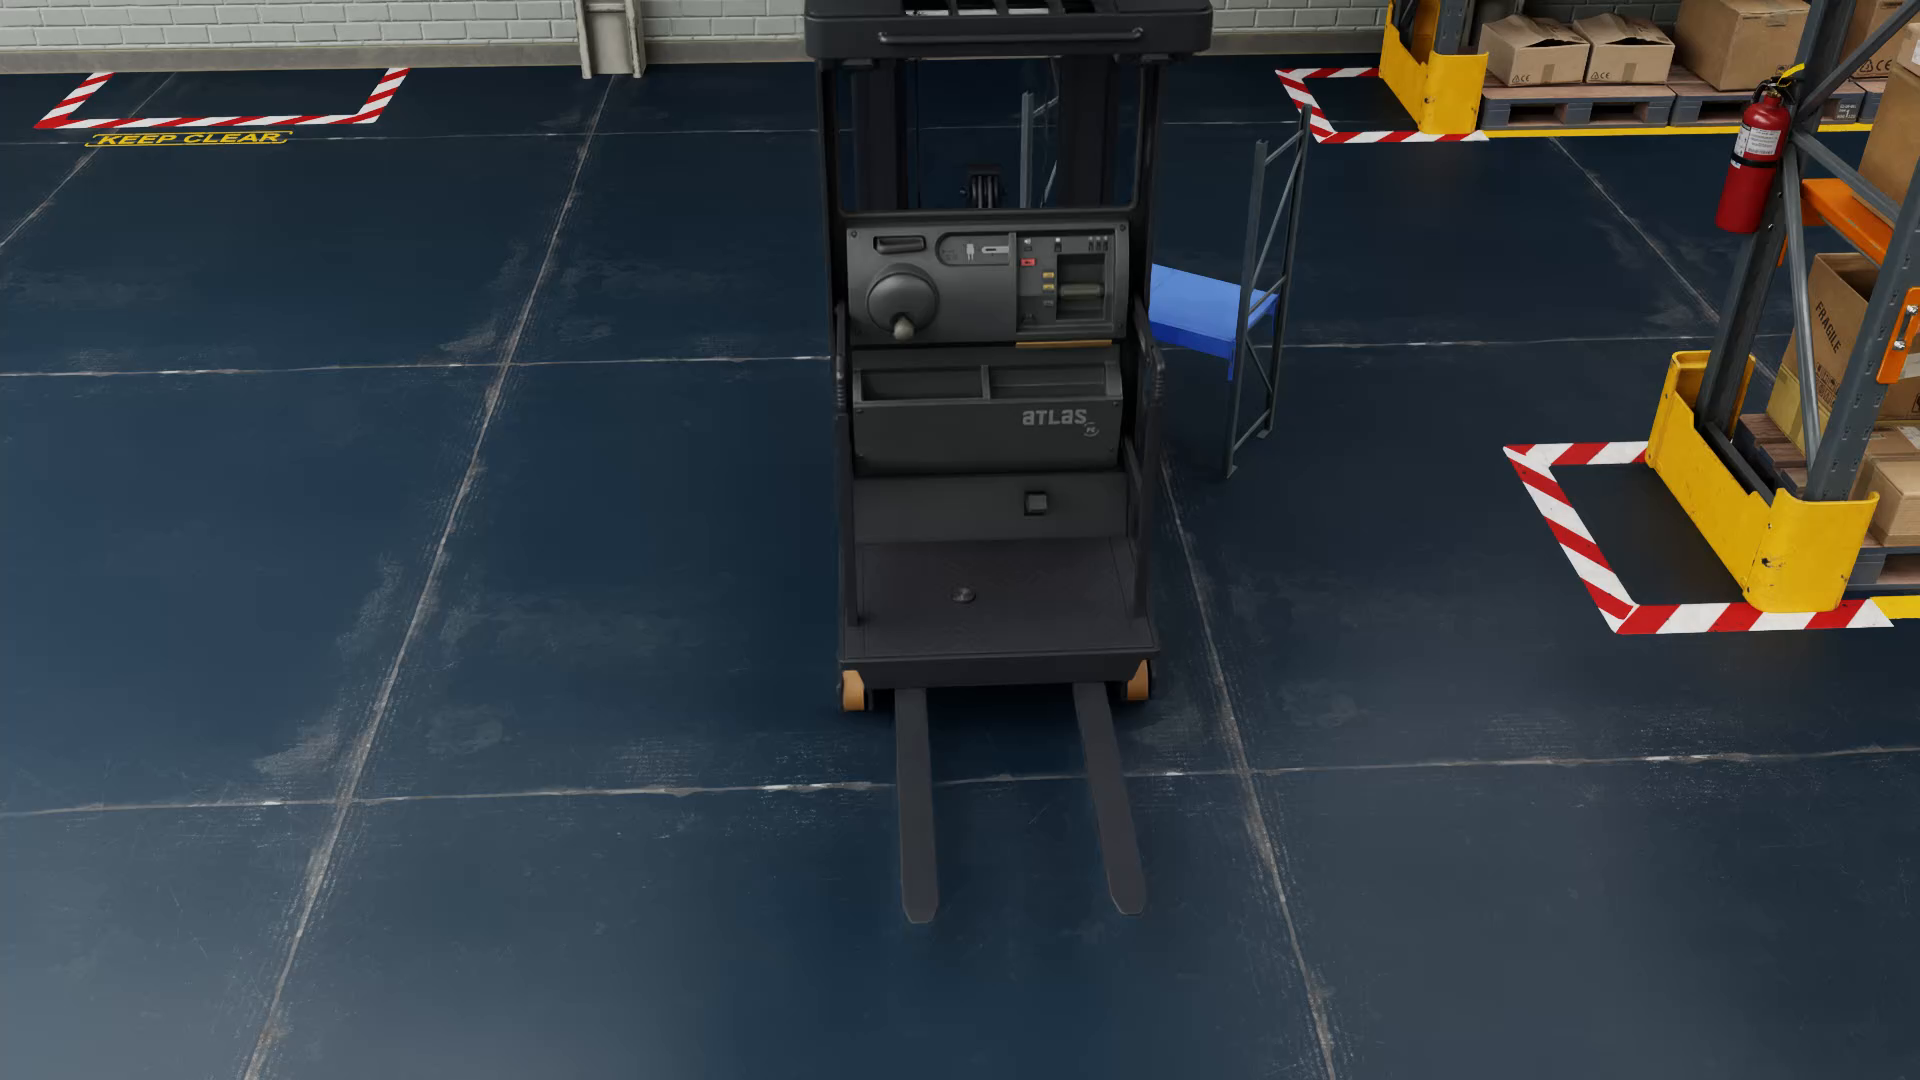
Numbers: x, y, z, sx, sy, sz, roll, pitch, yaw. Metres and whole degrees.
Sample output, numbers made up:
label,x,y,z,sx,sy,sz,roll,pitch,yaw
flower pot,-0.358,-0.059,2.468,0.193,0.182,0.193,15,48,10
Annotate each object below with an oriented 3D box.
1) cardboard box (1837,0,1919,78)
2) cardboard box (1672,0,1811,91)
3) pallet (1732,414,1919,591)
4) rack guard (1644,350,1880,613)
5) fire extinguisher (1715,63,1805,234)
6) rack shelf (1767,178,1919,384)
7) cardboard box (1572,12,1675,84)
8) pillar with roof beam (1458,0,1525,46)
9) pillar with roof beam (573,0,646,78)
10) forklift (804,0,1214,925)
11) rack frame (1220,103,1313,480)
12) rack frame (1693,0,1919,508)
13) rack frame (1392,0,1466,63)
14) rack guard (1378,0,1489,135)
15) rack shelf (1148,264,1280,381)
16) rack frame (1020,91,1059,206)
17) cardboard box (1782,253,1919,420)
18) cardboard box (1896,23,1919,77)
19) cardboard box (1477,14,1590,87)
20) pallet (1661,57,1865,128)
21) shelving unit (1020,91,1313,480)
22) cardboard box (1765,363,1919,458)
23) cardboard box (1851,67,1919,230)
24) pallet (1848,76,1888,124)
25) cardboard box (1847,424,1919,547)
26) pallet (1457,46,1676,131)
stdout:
label,x,y,z,sx,sy,sz,roll,pitch,yaw
cardboard box,5.931,-3.316,10.715,0.500,0.500,0.500,-4,35,-6
cardboard box,4.970,-3.233,10.596,0.500,0.500,0.700,-4,35,-5
pallet,3.970,-0.188,6.836,1.213,0.211,1.003,-2,35,-2
rack guard,3.185,-0.261,6.689,0.348,0.500,1.175,-2,35,-2
fire extinguisher,3.068,-1.519,6.377,0.183,0.674,0.296,-2,35,-2
rack shelf,5.206,-1.048,6.261,4.000,0.370,1.077,-2,35,-2
cardboard box,4.235,-3.164,10.662,0.500,0.311,0.500,1,35,2
pillar with roof beam,3.832,-4.636,5.541,0.400,9.000,9.100,-2,35,-2
pillar with roof beam,-2.161,-4.474,5.308,0.400,9.000,9.100,-2,35,-2
forklift,0.109,-0.793,5.320,1.130,2.935,3.031,-2,35,-3
rack frame,1.261,-1.001,6.878,0.032,1.500,0.500,19,39,25
rack frame,3.209,-1.290,5.978,0.127,3.000,1.000,-2,35,-2
rack frame,2.970,-4.106,10.047,0.127,3.000,1.000,-2,35,-2
rack guard,3.046,-3.080,10.761,0.348,0.500,1.175,-2,35,-2
rack shelf,0.827,-1.004,7.198,1.000,0.185,0.538,19,39,25
rack frame,0.394,-1.303,7.314,0.032,1.500,0.500,19,39,25
cardboard box,3.730,-0.824,6.693,0.500,0.500,0.500,-2,35,-2
cardboard box,3.581,-1.716,5.937,0.250,0.149,0.380,-2,35,-3
cardboard box,3.666,-3.149,10.640,0.500,0.311,0.500,-5,35,-8
pallet,5.075,-2.994,10.891,1.213,0.211,1.003,-2,35,-2
shelving unit,0.827,-1.152,7.096,1.048,1.500,0.538,19,39,25
cardboard box,3.730,-0.514,6.905,0.500,0.250,0.500,-2,35,-2
cardboard box,3.675,-1.336,5.957,0.500,0.500,0.700,-2,35,-2
pallet,6.297,-3.029,10.941,1.213,0.211,1.003,-2,35,-2
cardboard box,3.755,-0.220,6.479,0.500,0.250,0.500,-2,35,-2
pallet,3.859,-2.963,10.846,1.213,0.211,1.003,-2,35,-2
